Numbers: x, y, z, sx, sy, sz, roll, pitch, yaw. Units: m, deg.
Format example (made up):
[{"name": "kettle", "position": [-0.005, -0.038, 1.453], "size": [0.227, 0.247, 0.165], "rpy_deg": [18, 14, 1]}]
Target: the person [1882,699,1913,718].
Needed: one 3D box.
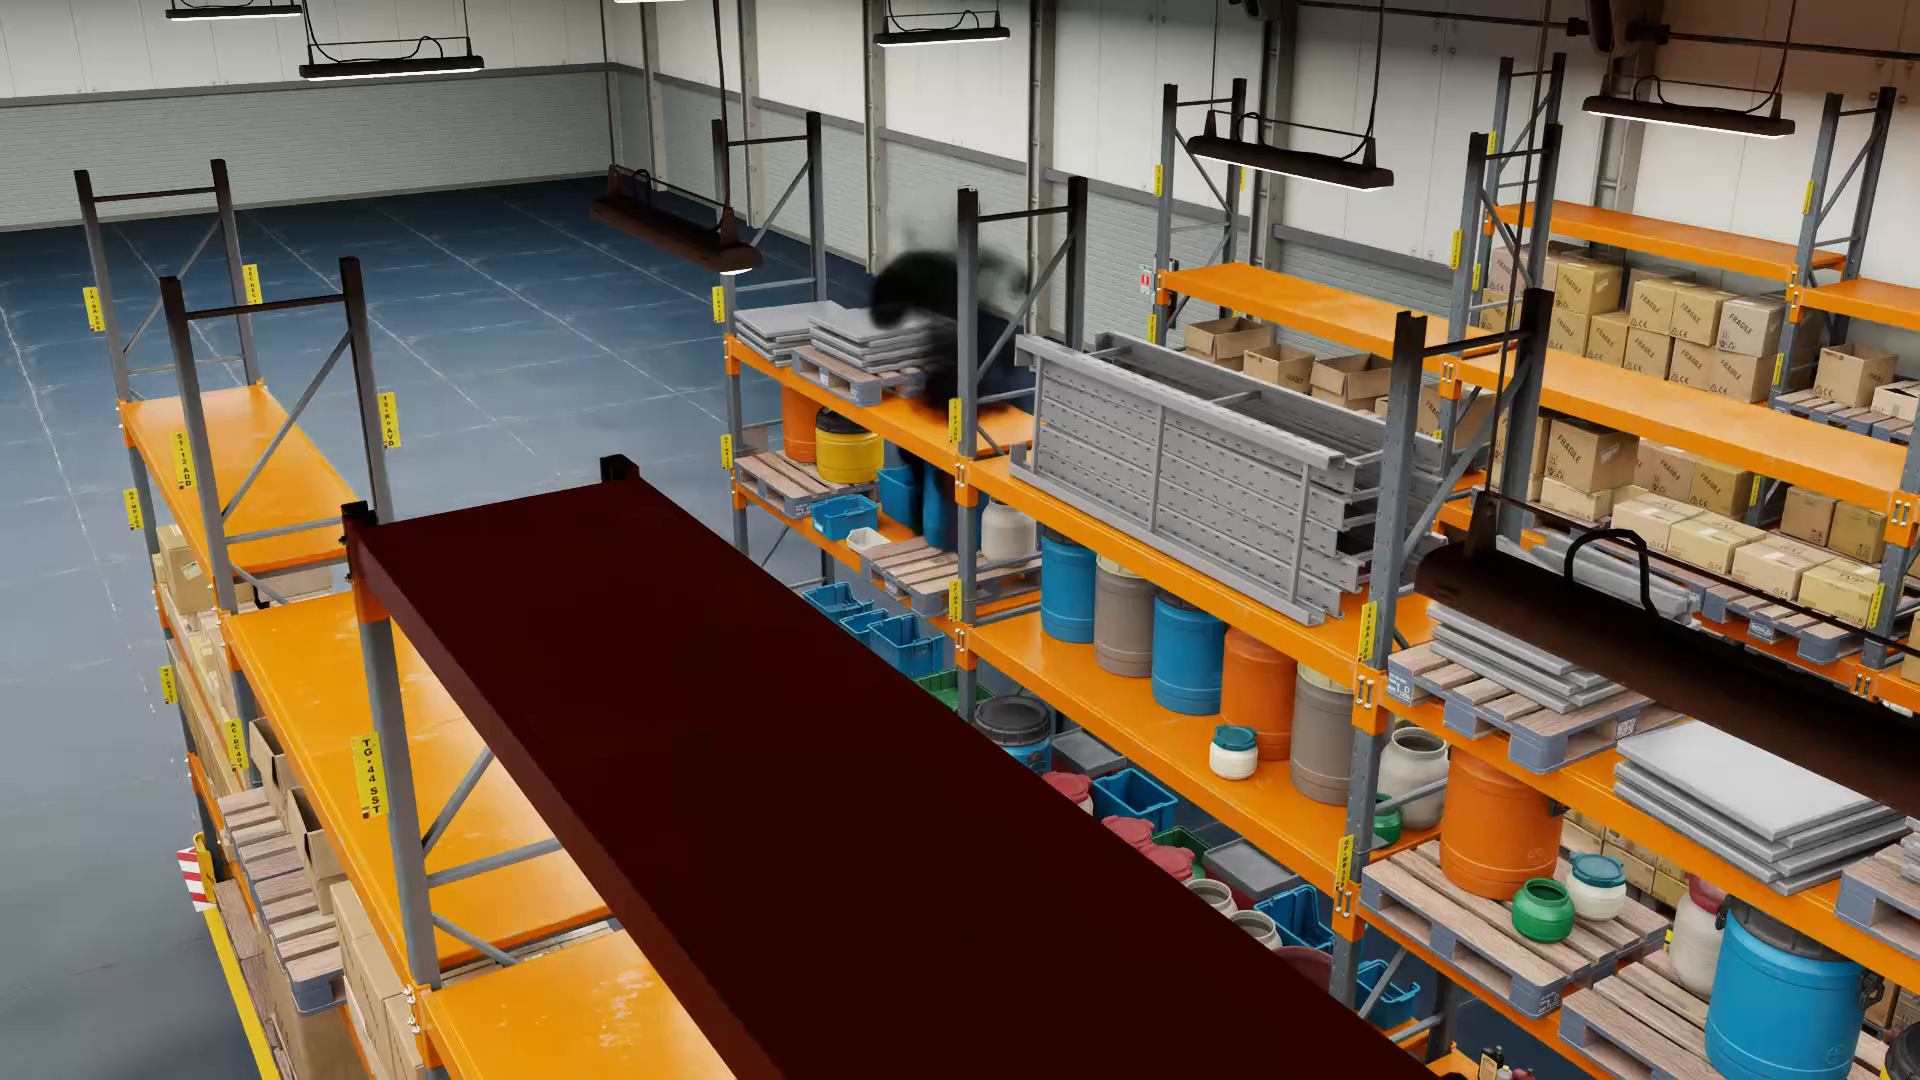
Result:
[{"name": "person", "position": [7.601, 2.111, 13.768], "size": [0.608, 1.816, 0.747], "rpy_deg": [-13, 25, -30]}]

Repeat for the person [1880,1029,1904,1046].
[{"name": "person", "position": [5.553, 3.633, 10.196], "size": [0.519, 1.564, 0.580], "rpy_deg": [-17, 27, -36]}]
